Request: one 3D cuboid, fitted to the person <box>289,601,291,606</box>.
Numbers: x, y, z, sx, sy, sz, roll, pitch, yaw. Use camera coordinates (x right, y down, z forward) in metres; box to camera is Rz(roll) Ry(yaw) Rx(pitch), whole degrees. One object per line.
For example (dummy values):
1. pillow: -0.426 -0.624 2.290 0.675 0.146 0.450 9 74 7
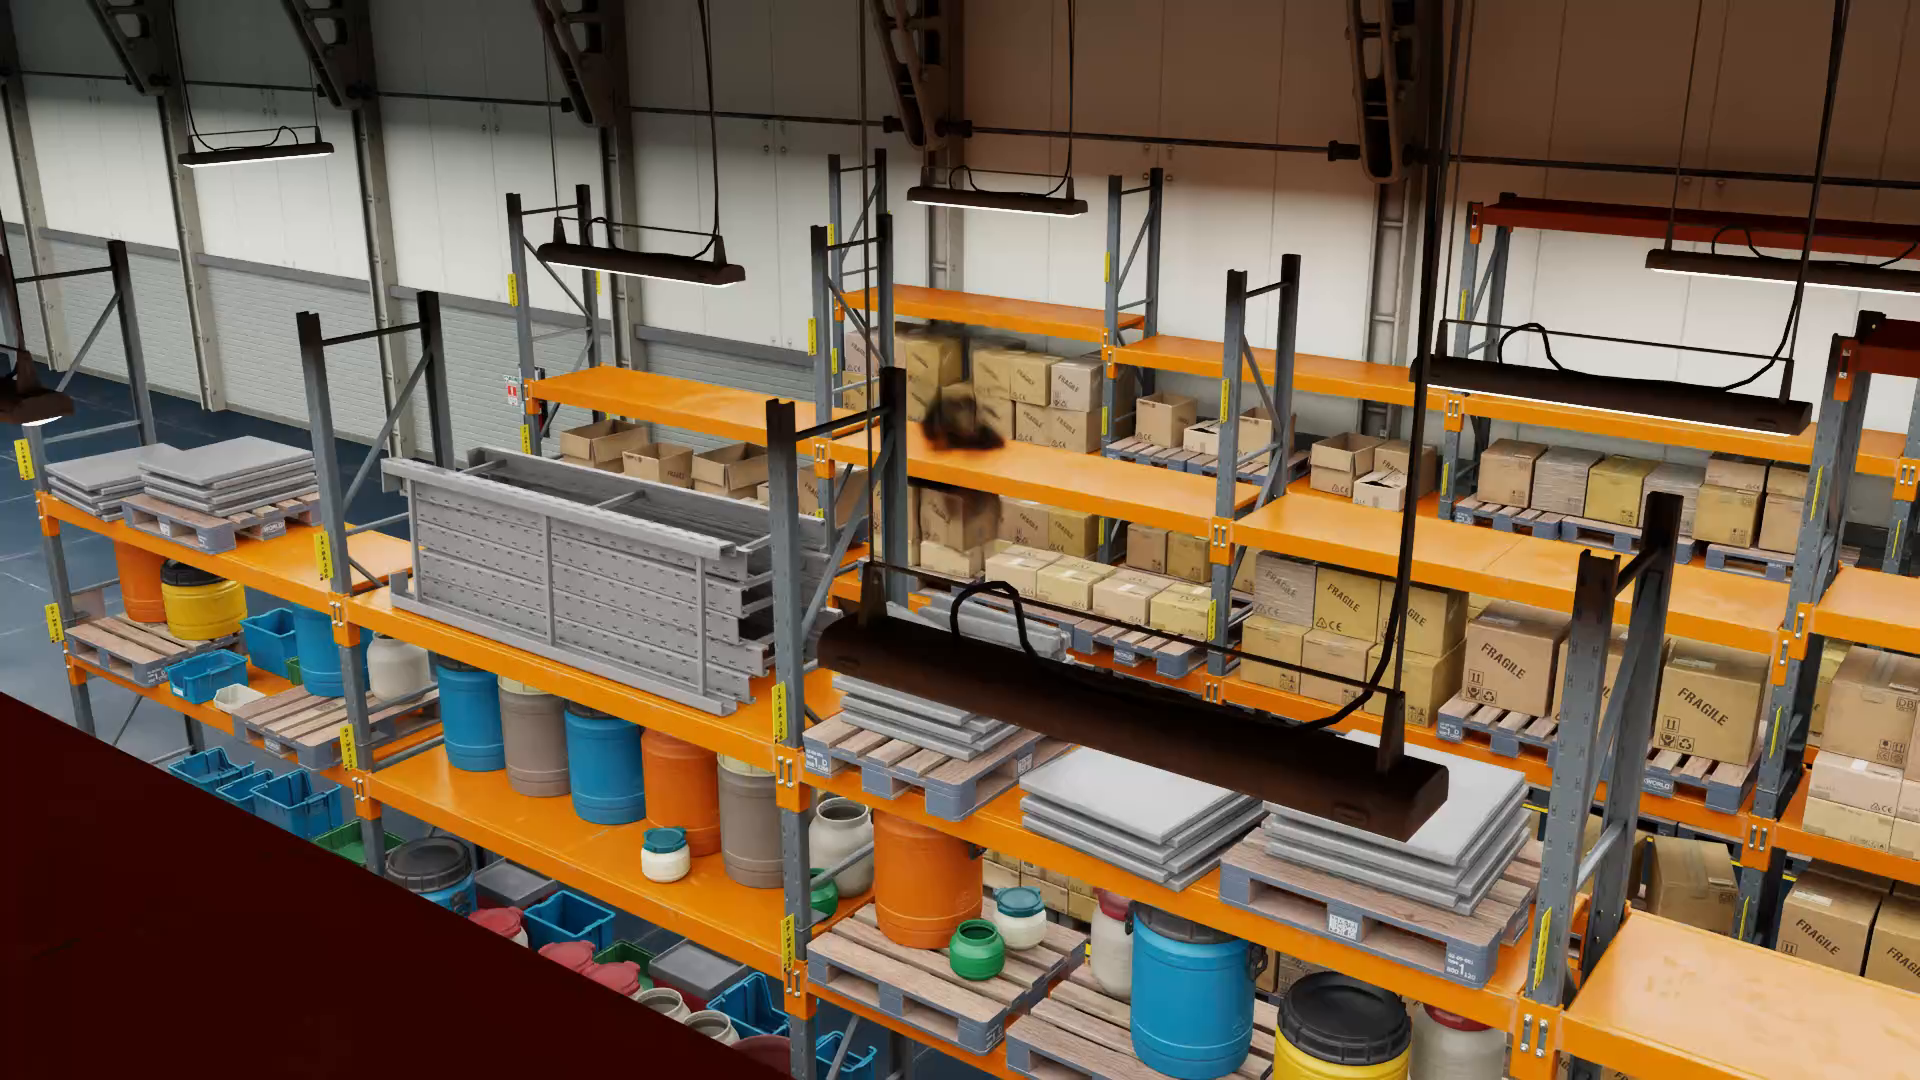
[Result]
1. person: -7.222 1.292 18.538 0.618 1.737 0.718 -8 20 -22
